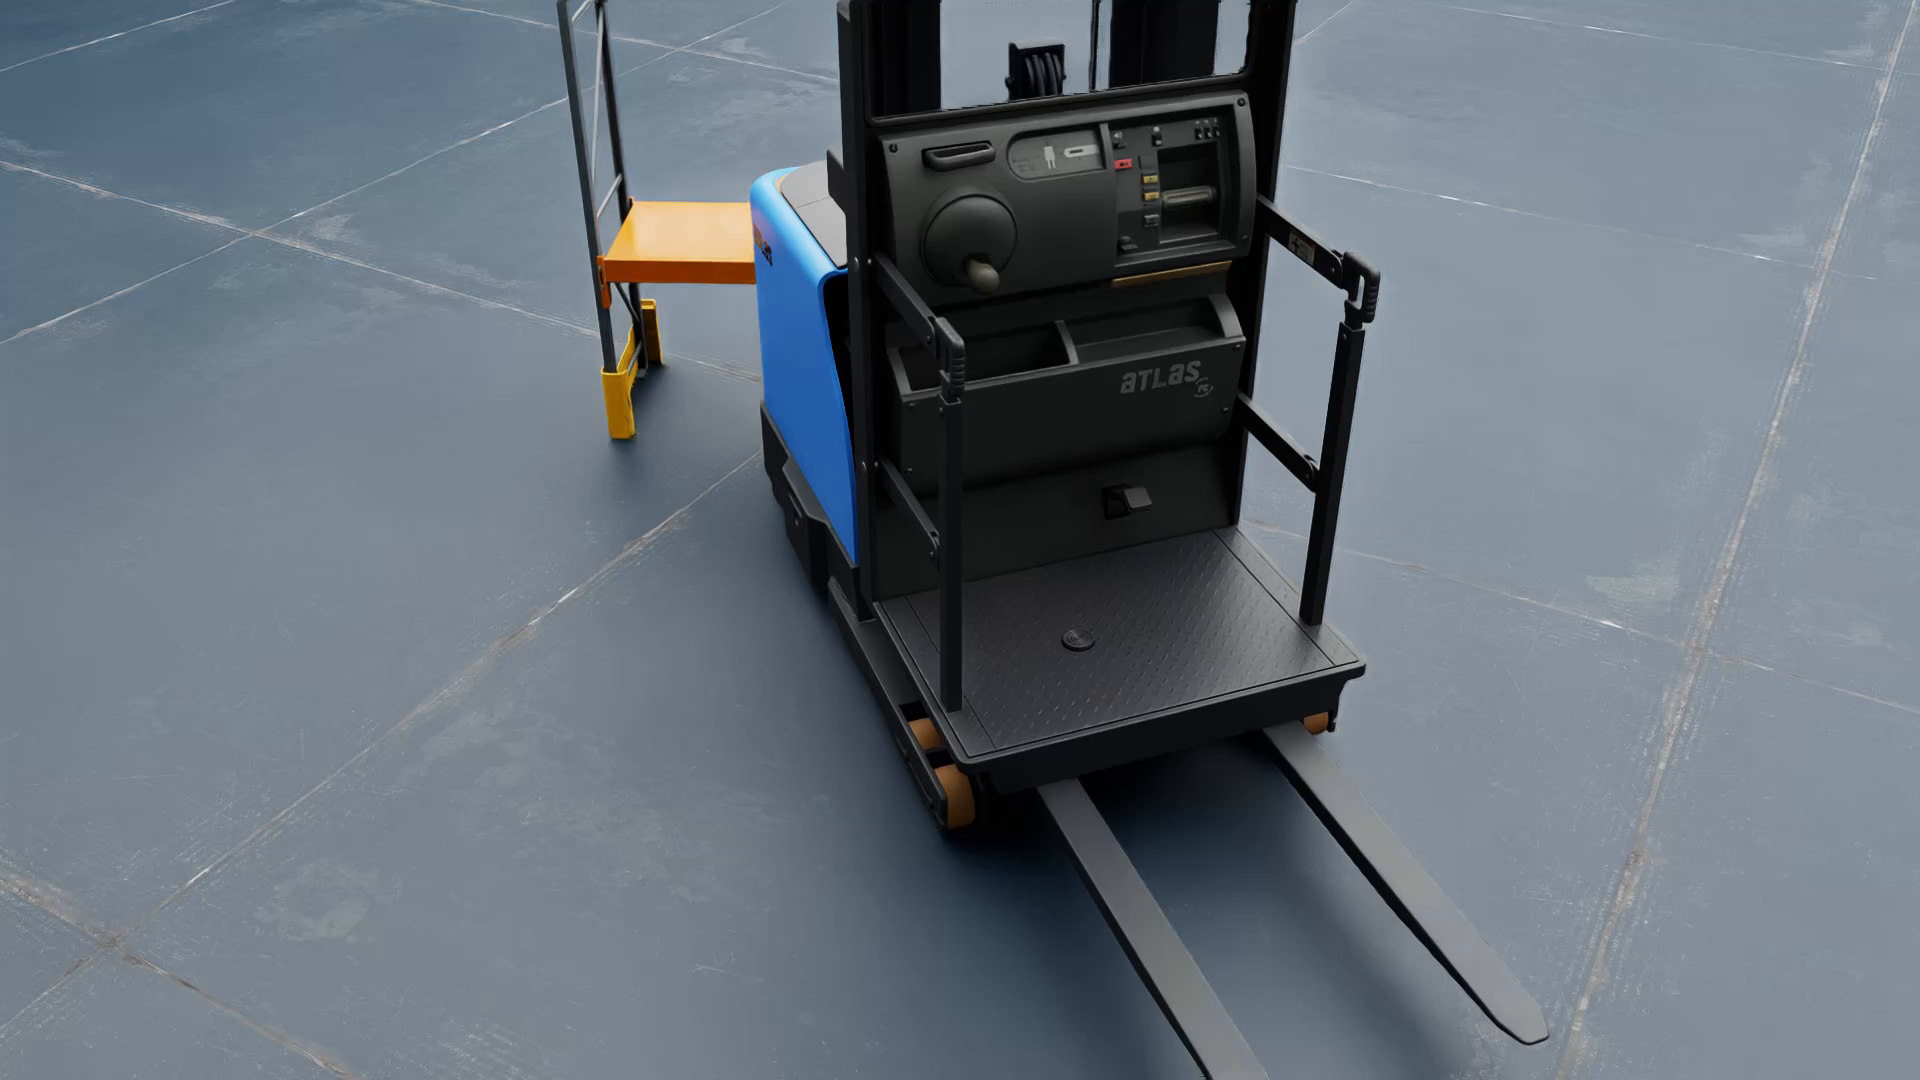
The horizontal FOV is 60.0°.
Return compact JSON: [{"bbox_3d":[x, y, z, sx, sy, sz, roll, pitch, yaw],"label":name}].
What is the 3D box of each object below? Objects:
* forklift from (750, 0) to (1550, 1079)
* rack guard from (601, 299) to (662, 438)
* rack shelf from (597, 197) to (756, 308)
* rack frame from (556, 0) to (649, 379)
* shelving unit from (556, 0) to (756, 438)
[{"bbox_3d":[0.347,-0.756,3.741,1.130,2.935,3.031,-12,35,-17],"label":"forklift"},{"bbox_3d":[-1.171,-0.622,5.958,0.087,0.250,0.587,1,34,2],"label":"rack guard"},{"bbox_3d":[-0.683,-0.982,5.697,1.000,0.185,0.538,1,34,2],"label":"rack shelf"},{"bbox_3d":[-1.191,-1.142,5.612,0.032,1.500,0.500,1,34,2],"label":"rack frame"},{"bbox_3d":[-0.673,-1.132,5.597,1.083,1.500,0.587,1,34,2],"label":"shelving unit"}]
